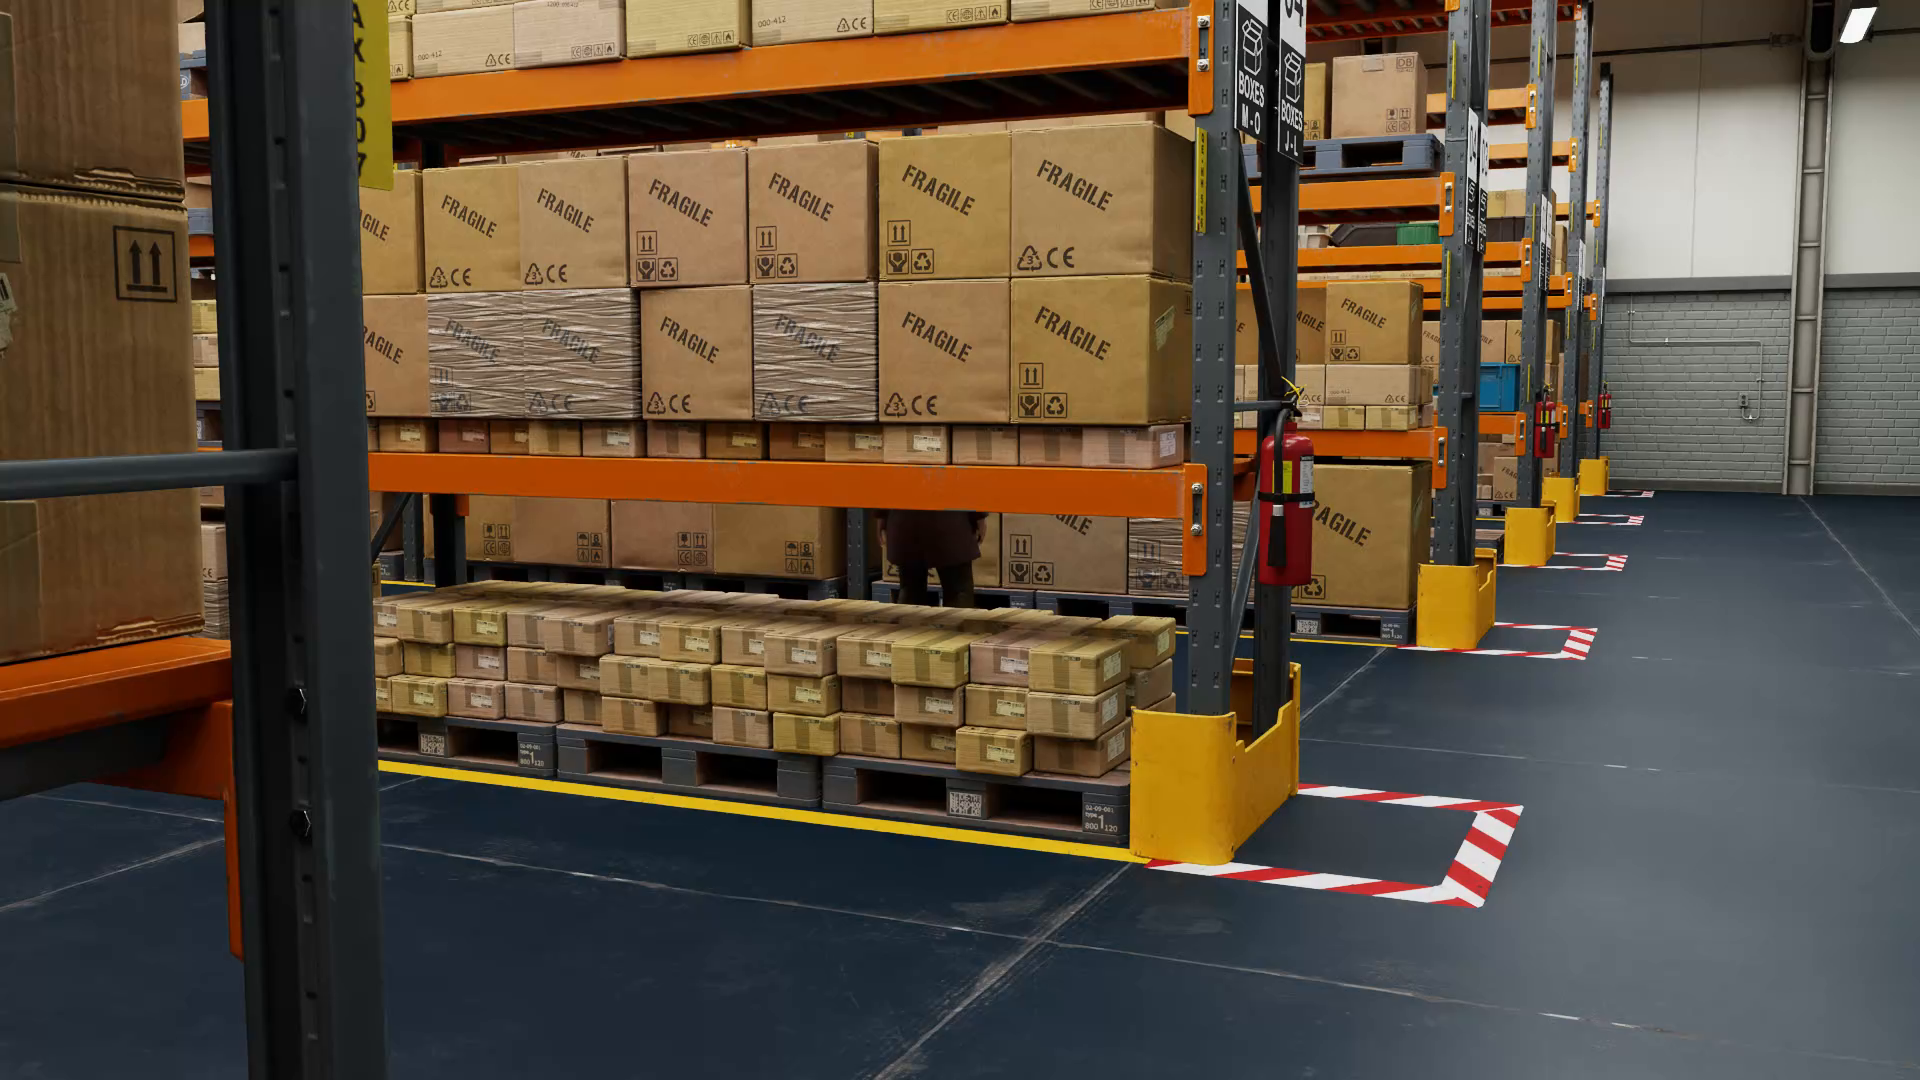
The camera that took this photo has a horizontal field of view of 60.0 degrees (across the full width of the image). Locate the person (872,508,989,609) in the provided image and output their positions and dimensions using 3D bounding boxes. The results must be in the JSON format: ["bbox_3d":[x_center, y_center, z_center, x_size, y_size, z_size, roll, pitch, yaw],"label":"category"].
[{"bbox_3d":[-0.155,-0.093,8.630,0.642,1.738,0.428,2,6,21],"label":"person"}]
